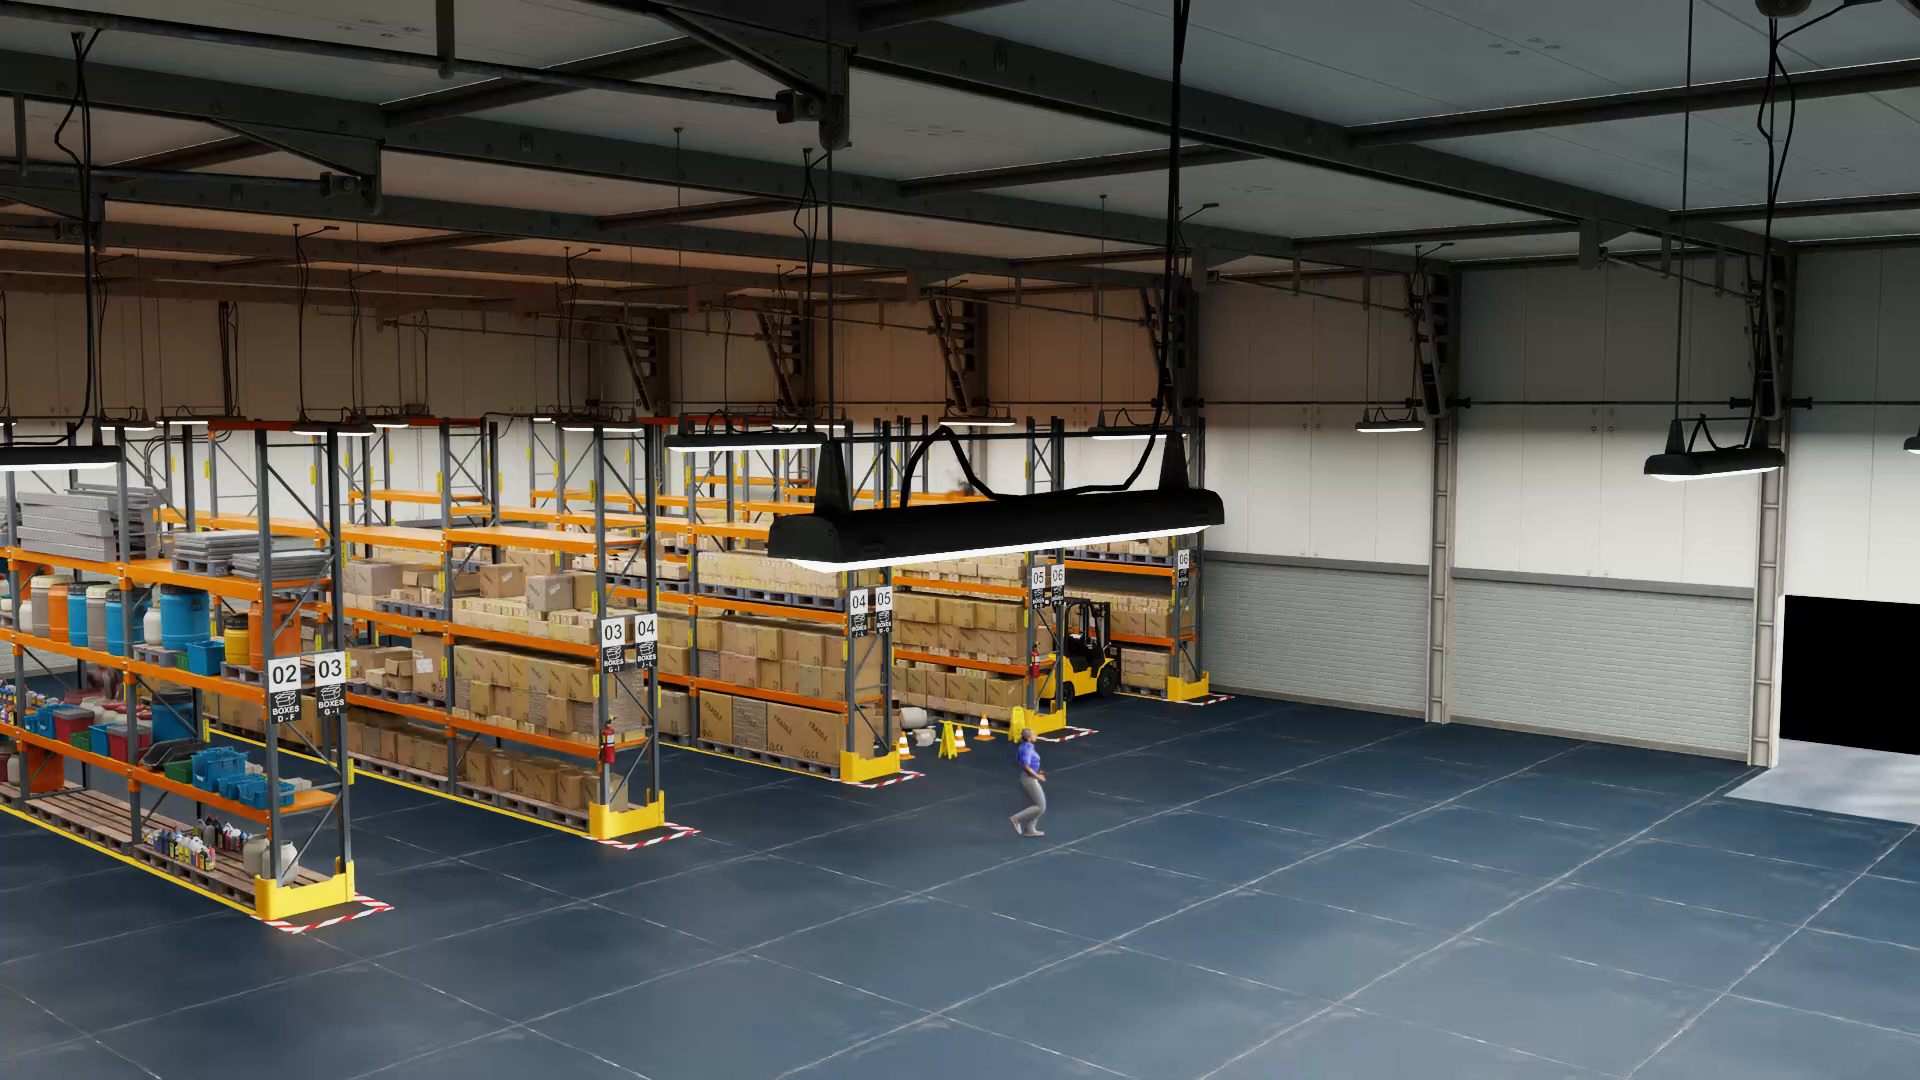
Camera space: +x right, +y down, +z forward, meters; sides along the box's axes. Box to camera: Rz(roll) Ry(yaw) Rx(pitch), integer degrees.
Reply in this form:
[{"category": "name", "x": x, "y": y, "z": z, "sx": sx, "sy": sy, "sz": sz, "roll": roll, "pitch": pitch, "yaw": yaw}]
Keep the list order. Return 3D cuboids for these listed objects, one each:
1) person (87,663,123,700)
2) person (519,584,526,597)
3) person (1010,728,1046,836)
[{"category": "person", "x": -15.477, "y": 2.972, "z": 30.070, "sx": 1.196, "sy": 1.781, "sz": 0.677, "roll": 3, "pitch": 6, "yaw": 32}, {"category": "person", "x": -11.359, "y": 1.901, "z": 43.335, "sx": 0.612, "sy": 1.643, "sz": 0.594, "roll": -2, "pitch": 5, "yaw": -27}, {"category": "person", "x": 0.988, "y": 3.520, "z": 24.155, "sx": 0.584, "sy": 1.600, "sz": 0.573, "roll": -1, "pitch": 5, "yaw": -13}]
